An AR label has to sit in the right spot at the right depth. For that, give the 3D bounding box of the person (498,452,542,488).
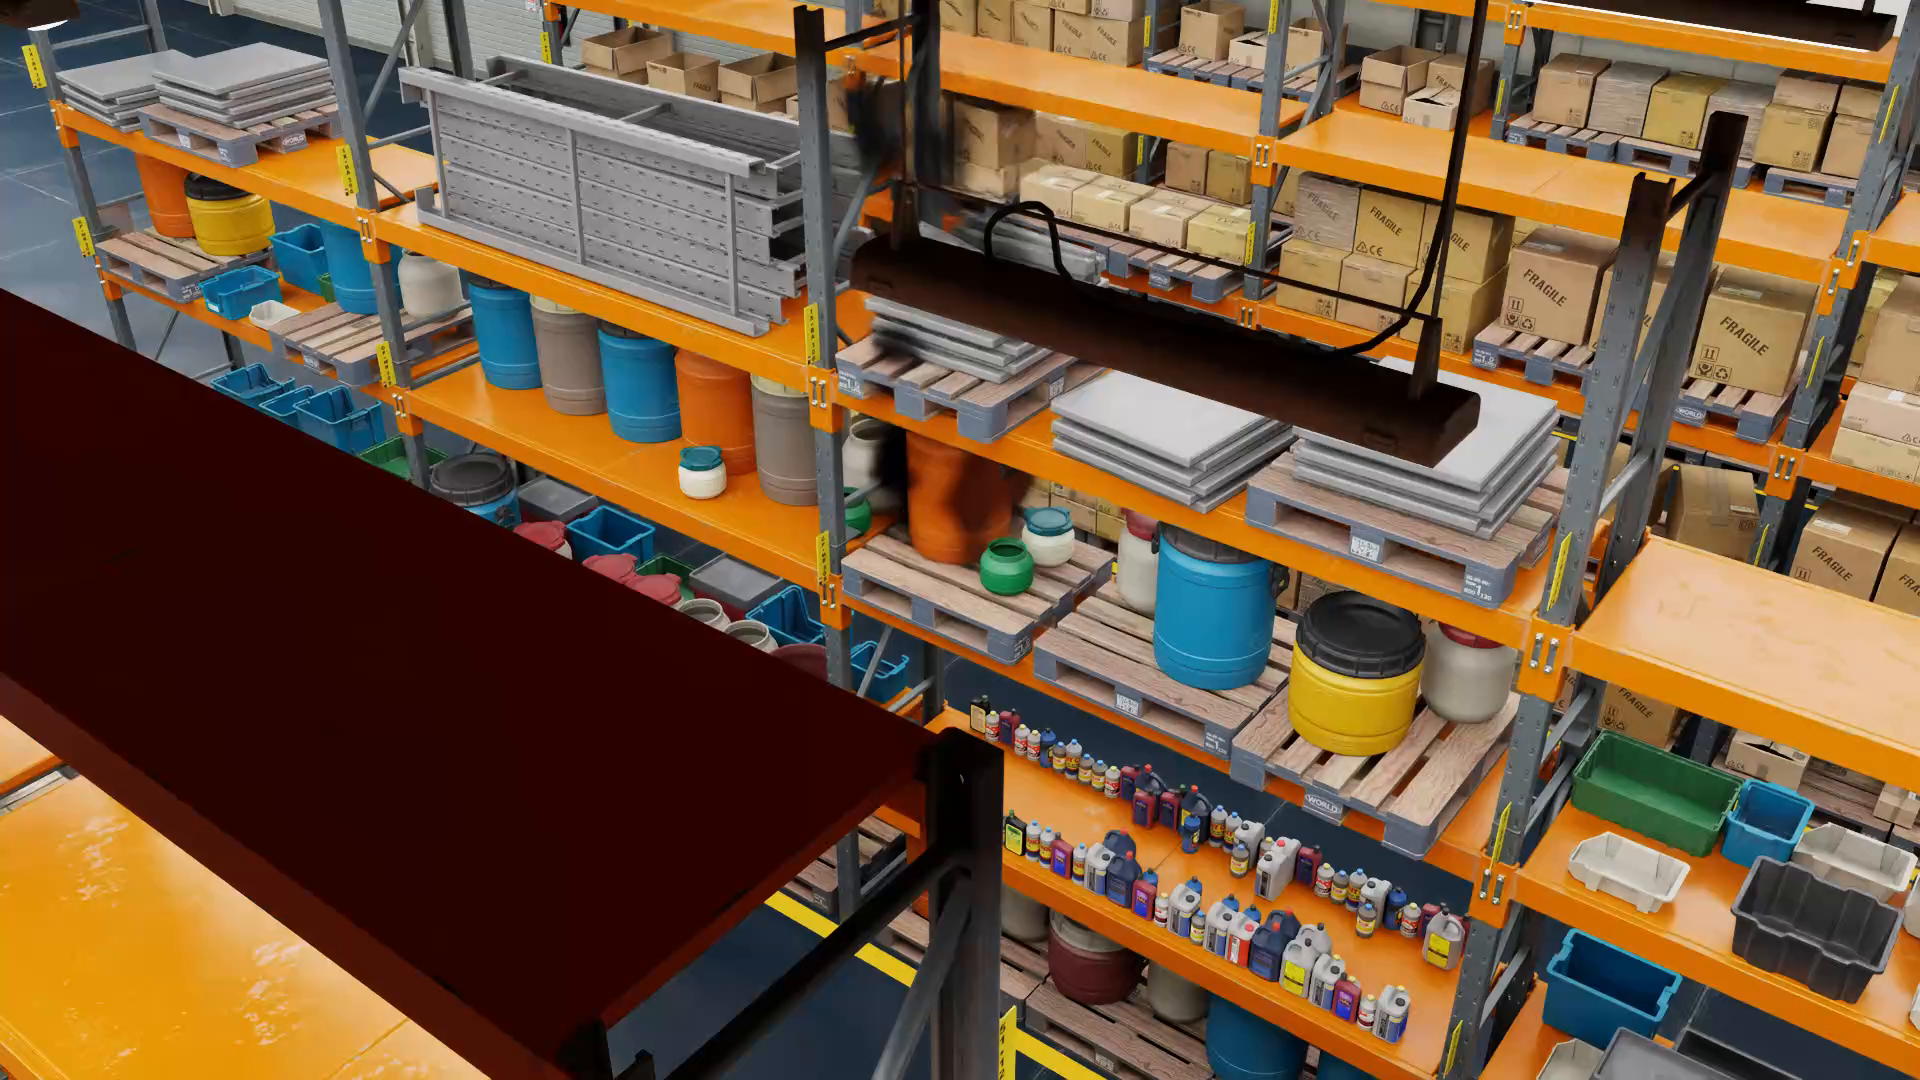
[{"bbox_3d":[-3.876,-0.694,14.848,0.588,1.665,0.608,23,38,32],"label":"person"}]

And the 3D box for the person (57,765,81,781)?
[{"bbox_3d":[-6.294,1.172,11.692,0.800,1.752,0.709,12,33,18],"label":"person"}]
